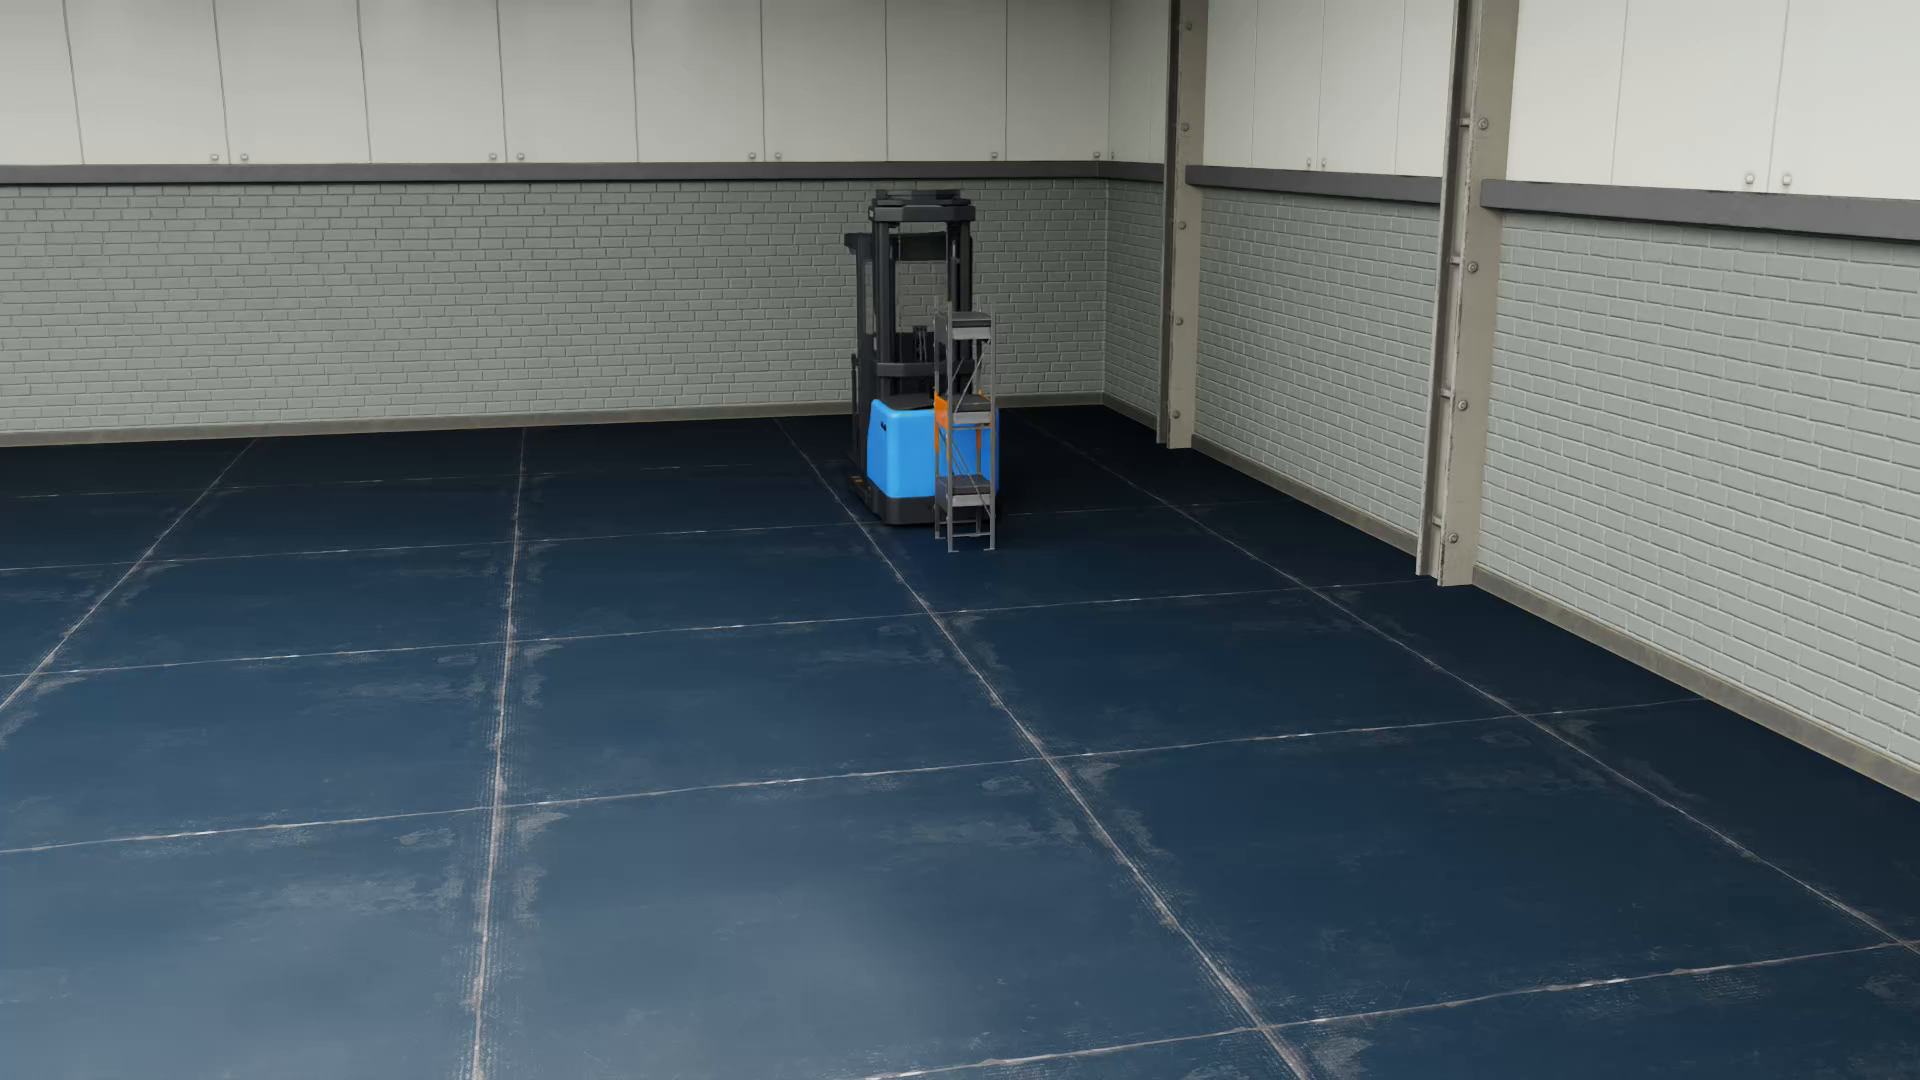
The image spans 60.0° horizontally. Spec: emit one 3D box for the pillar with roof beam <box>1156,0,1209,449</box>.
[{"bbox_3d":[-1.749,-5.210,16.790,9.100,9.000,0.400,-3,14,-13],"label":"pillar with roof beam"}]

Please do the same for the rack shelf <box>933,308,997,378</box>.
[{"bbox_3d":[0.039,-1.649,13.859,0.431,0.518,0.480,-3,14,-13],"label":"rack shelf"}]

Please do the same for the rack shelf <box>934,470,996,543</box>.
[{"bbox_3d":[0.039,-0.289,14.191,0.431,0.518,0.480,-3,14,-13],"label":"rack shelf"}]

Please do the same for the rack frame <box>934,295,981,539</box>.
[{"bbox_3d":[-0.018,-1.038,14.252,0.400,2.100,0.015,-3,14,-13],"label":"rack frame"}]

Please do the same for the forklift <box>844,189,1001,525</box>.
[{"bbox_3d":[-0.480,-1.861,15.871,1.130,2.935,3.031,-3,14,-13],"label":"forklift"}]

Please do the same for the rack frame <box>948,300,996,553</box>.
[{"bbox_3d":[0.096,-0.926,13.791,0.400,2.100,0.015,-3,14,-13],"label":"rack frame"}]

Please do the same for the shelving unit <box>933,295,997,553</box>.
[{"bbox_3d":[0.039,-0.982,14.022,0.431,2.100,0.503,-3,14,-13],"label":"shelving unit"}]

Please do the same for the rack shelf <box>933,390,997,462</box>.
[{"bbox_3d":[0.039,-0.969,14.025,0.431,0.518,0.480,-3,14,-13],"label":"rack shelf"}]

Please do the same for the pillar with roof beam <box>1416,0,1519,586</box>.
[{"bbox_3d":[-0.340,-3.825,11.124,9.100,9.000,0.400,-3,14,-13],"label":"pillar with roof beam"}]
